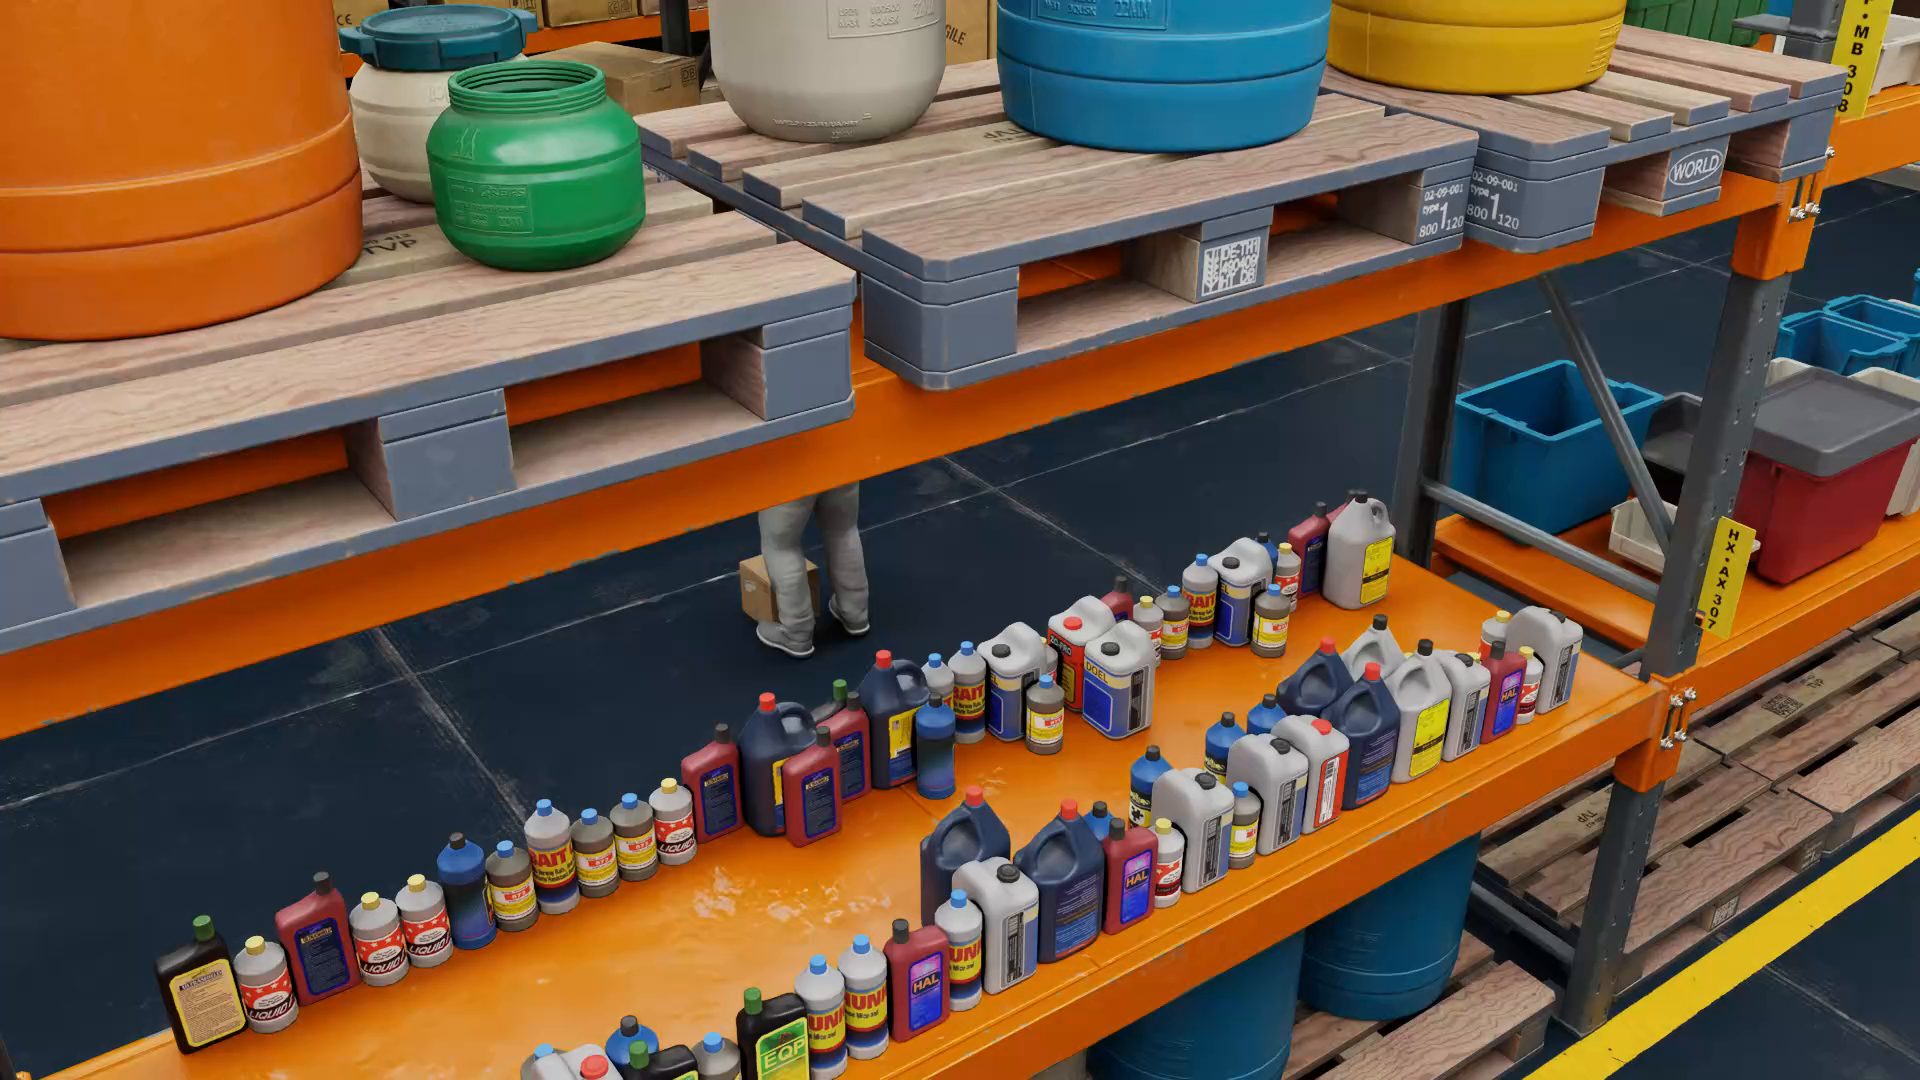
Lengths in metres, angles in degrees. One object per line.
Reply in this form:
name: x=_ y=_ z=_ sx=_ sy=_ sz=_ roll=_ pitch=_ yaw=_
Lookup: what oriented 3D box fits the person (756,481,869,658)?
person: x=-0.616 y=-0.339 z=6.743 sx=0.588 sy=1.746 sz=0.436 roll=-20 pitch=34 yaw=-33
